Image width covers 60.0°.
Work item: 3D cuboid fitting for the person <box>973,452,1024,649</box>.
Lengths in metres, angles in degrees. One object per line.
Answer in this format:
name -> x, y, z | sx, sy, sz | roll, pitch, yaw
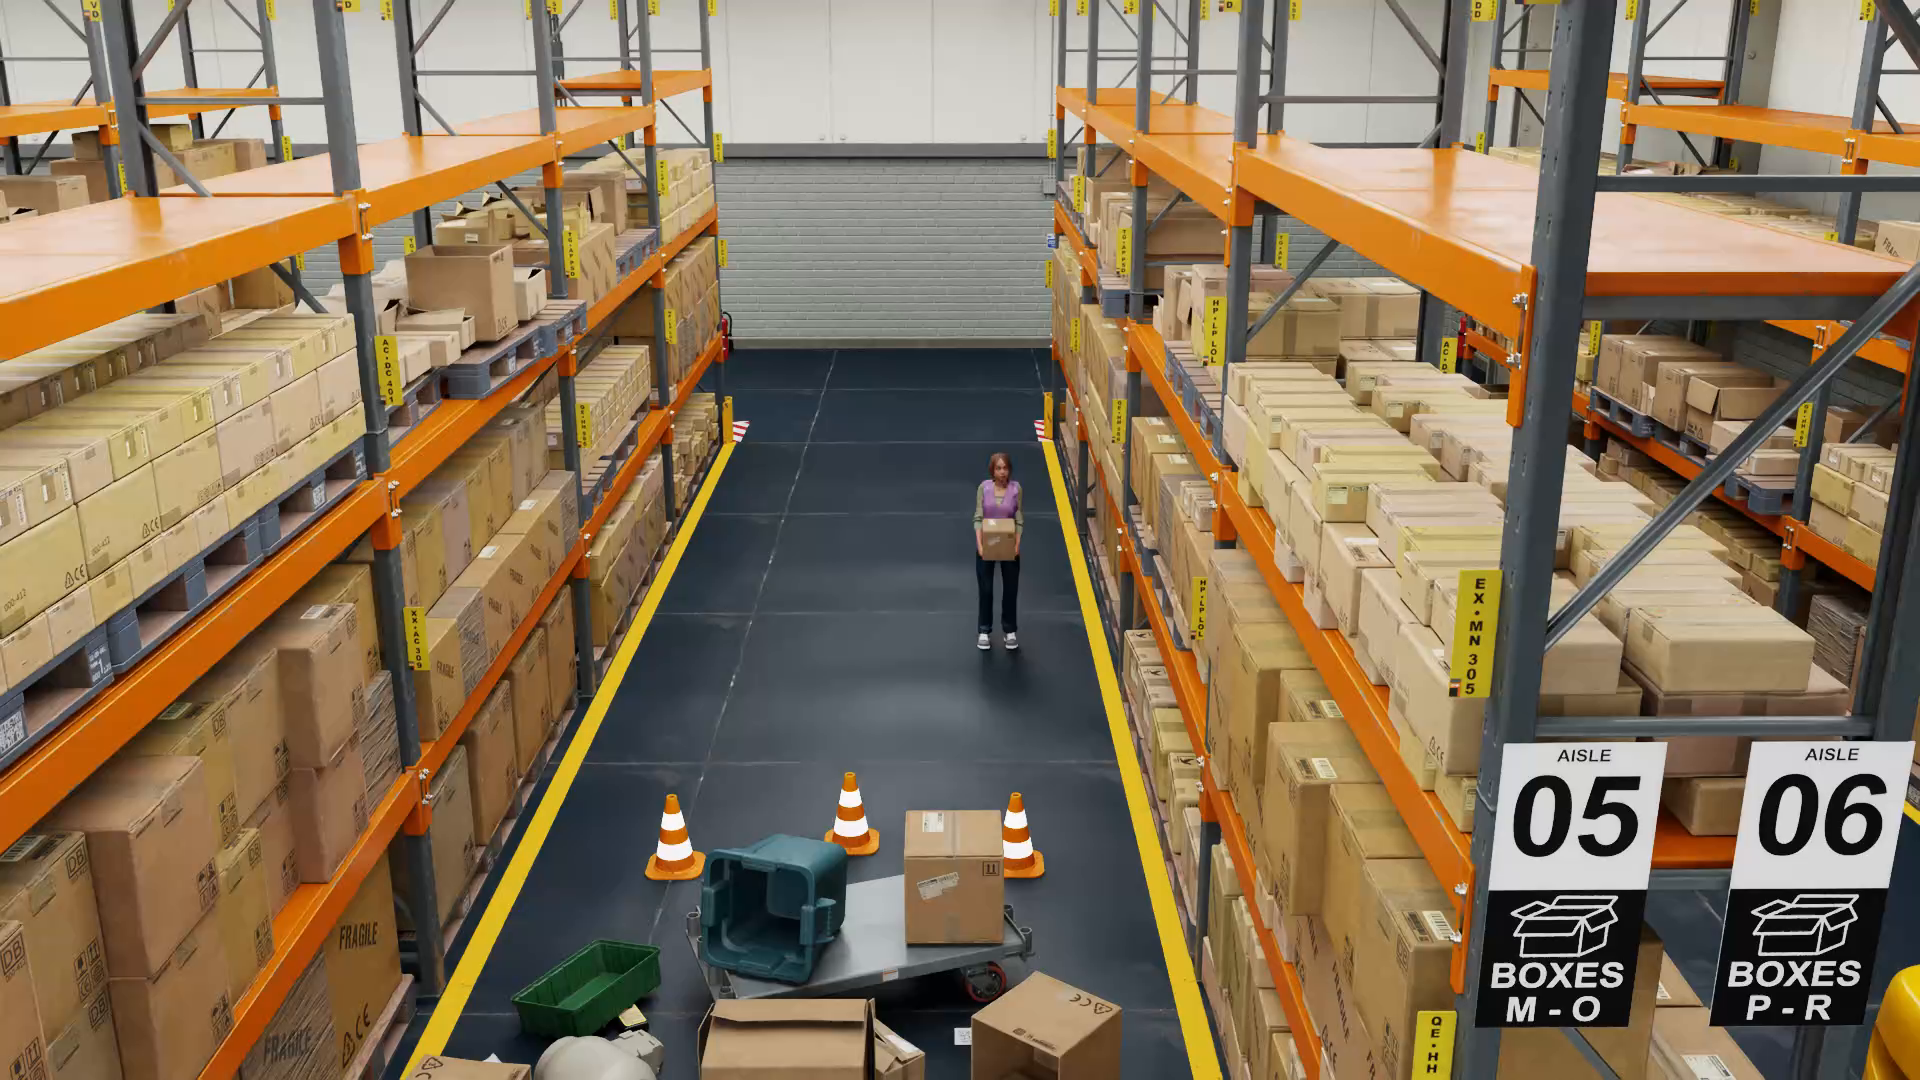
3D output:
person -> 0.306, 0.109, 13.226 | 0.404, 1.591, 0.496 | 0, 17, 0
